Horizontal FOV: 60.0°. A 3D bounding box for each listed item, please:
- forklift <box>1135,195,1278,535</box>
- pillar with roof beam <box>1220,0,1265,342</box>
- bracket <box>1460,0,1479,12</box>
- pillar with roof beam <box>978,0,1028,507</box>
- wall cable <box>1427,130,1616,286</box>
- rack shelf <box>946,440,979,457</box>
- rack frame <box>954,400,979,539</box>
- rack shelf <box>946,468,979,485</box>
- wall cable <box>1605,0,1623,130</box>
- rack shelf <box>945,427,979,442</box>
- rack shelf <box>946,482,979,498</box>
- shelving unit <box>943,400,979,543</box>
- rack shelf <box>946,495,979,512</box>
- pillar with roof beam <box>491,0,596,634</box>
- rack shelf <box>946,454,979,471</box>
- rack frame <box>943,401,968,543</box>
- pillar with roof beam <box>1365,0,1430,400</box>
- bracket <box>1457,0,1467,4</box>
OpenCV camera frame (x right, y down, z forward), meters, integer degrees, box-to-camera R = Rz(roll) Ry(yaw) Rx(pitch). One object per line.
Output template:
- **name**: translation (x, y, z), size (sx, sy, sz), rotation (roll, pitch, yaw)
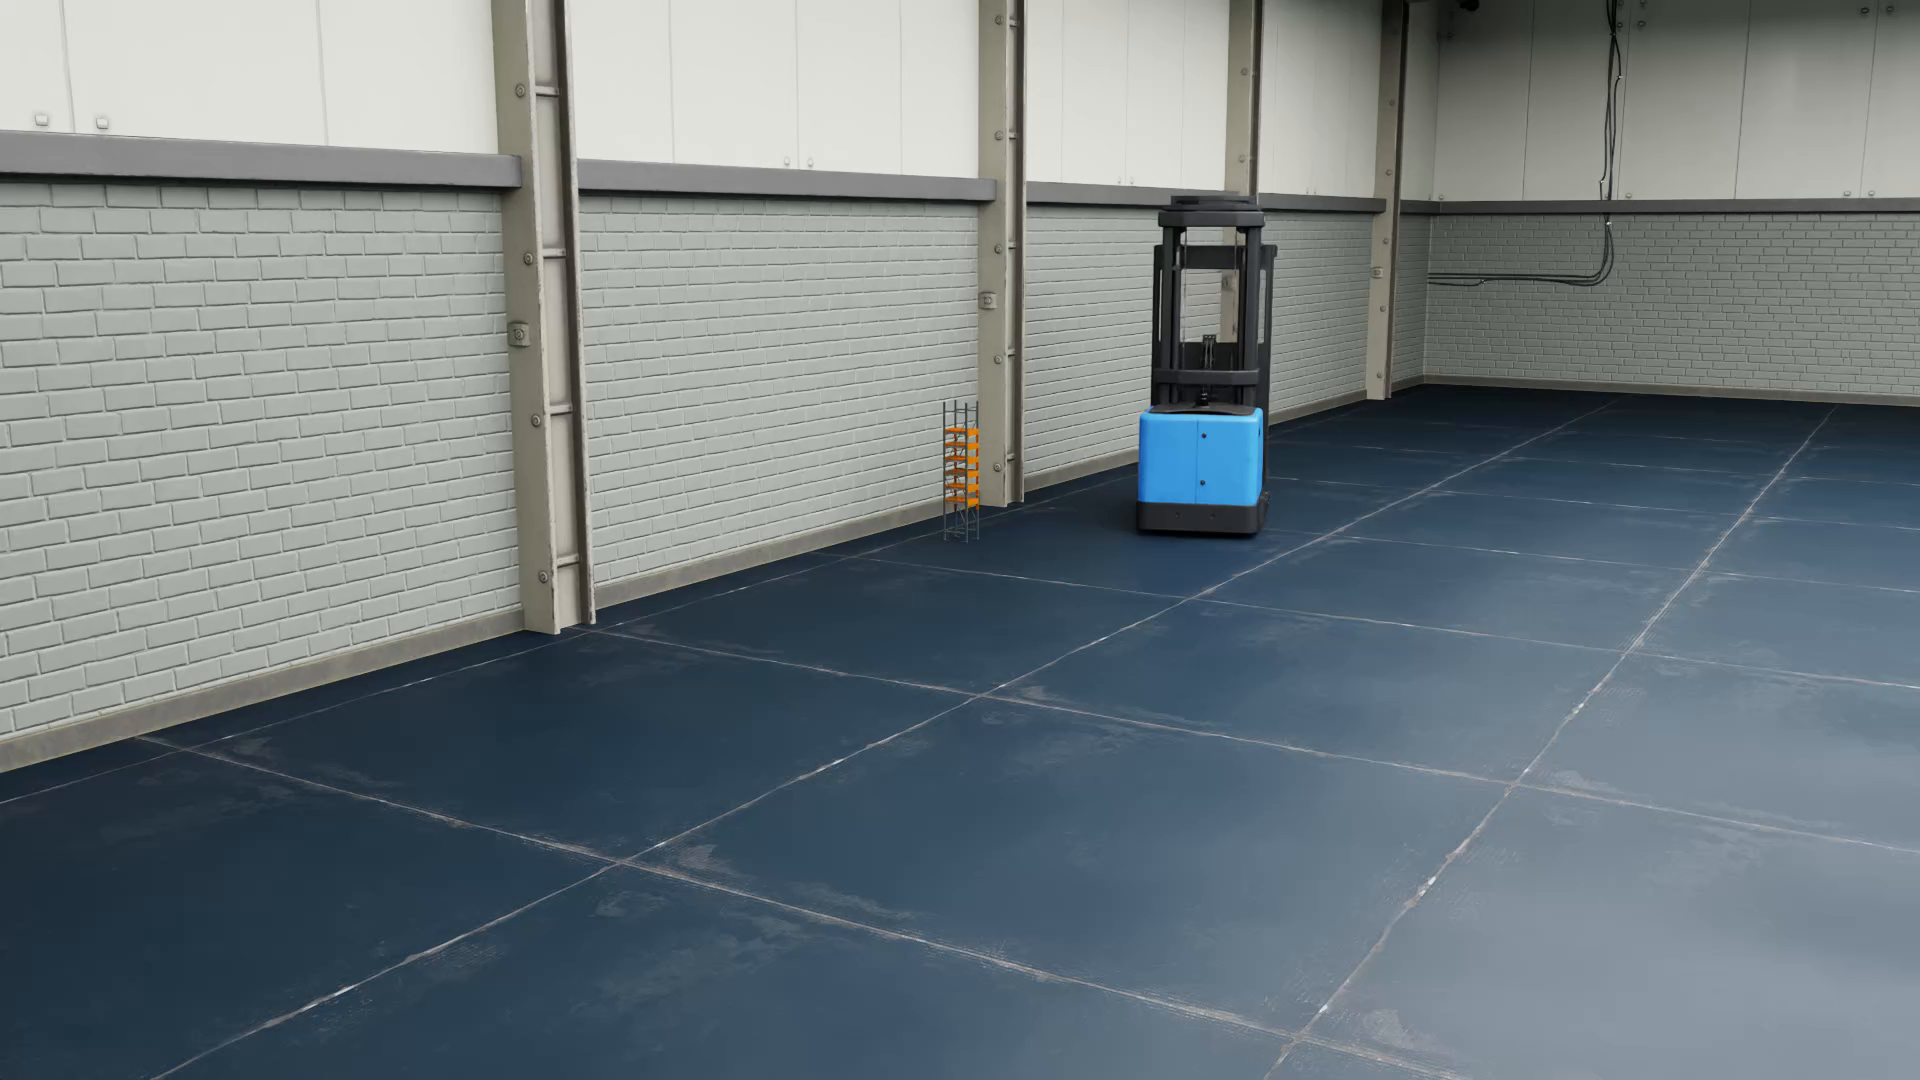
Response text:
- **forklift**: translation (2.367, -1.715, 15.566), size (1.130, 2.935, 3.031), rotation (2, 11, 13)
- **pillar with roof beam**: translation (7.194, -5.318, 18.322), size (9.100, 9.000, 0.400), rotation (6, 12, 31)
- **bracket**: translation (8.379, -8.847, 27.387), size (0.235, 0.232, 0.430), rotation (6, 12, 31)
- **pillar with roof beam**: translation (4.079, -4.375, 13.282), size (9.100, 9.000, 0.400), rotation (6, 12, 31)
- **wall cable**: translation (9.290, -5.484, 27.645), size (3.097, 2.526, 0.112), rotation (6, 12, 31)
- **rack shelf**: translation (0.008, -0.784, 14.234), size (0.258, 0.103, 0.180), rotation (6, 12, 31)
- **rack frame**: translation (0.055, -0.606, 14.347), size (0.240, 1.200, 0.006), rotation (6, 12, 31)
- **rack shelf**: translation (0.008, -0.548, 14.279), size (0.258, 0.103, 0.180), rotation (6, 12, 31)
- **wall cable**: translation (11.602, -7.708, 25.800), size (3.097, 2.526, 0.112), rotation (6, 12, 31)
- **rack shelf**: translation (0.008, -0.902, 14.212), size (0.258, 0.103, 0.180), rotation (6, 12, 31)
- **rack shelf**: translation (0.008, -0.430, 14.301), size (0.258, 0.103, 0.180), rotation (6, 12, 31)
- **shelving unit**: translation (0.008, -0.592, 14.270), size (0.258, 1.200, 0.189), rotation (6, 12, 31)
- **rack shelf**: translation (0.008, -0.312, 14.323), size (0.258, 0.103, 0.180), rotation (6, 12, 31)
- **pillar with roof beam**: translation (0.964, -3.431, 8.241), size (9.100, 9.000, 0.400), rotation (6, 12, 31)
- **rack shelf**: translation (0.008, -0.666, 14.257), size (0.258, 0.103, 0.180), rotation (6, 12, 31)
- **rack frame**: translation (-0.040, -0.578, 14.194), size (0.240, 1.200, 0.006), rotation (6, 12, 31)
- **pillar with roof beam**: translation (10.309, -6.262, 23.363), size (9.100, 9.000, 0.548), rotation (6, 12, 31)
- **bracket**: translation (8.073, -8.754, 26.891), size (0.076, 0.066, 3.189), rotation (6, 12, 31)
